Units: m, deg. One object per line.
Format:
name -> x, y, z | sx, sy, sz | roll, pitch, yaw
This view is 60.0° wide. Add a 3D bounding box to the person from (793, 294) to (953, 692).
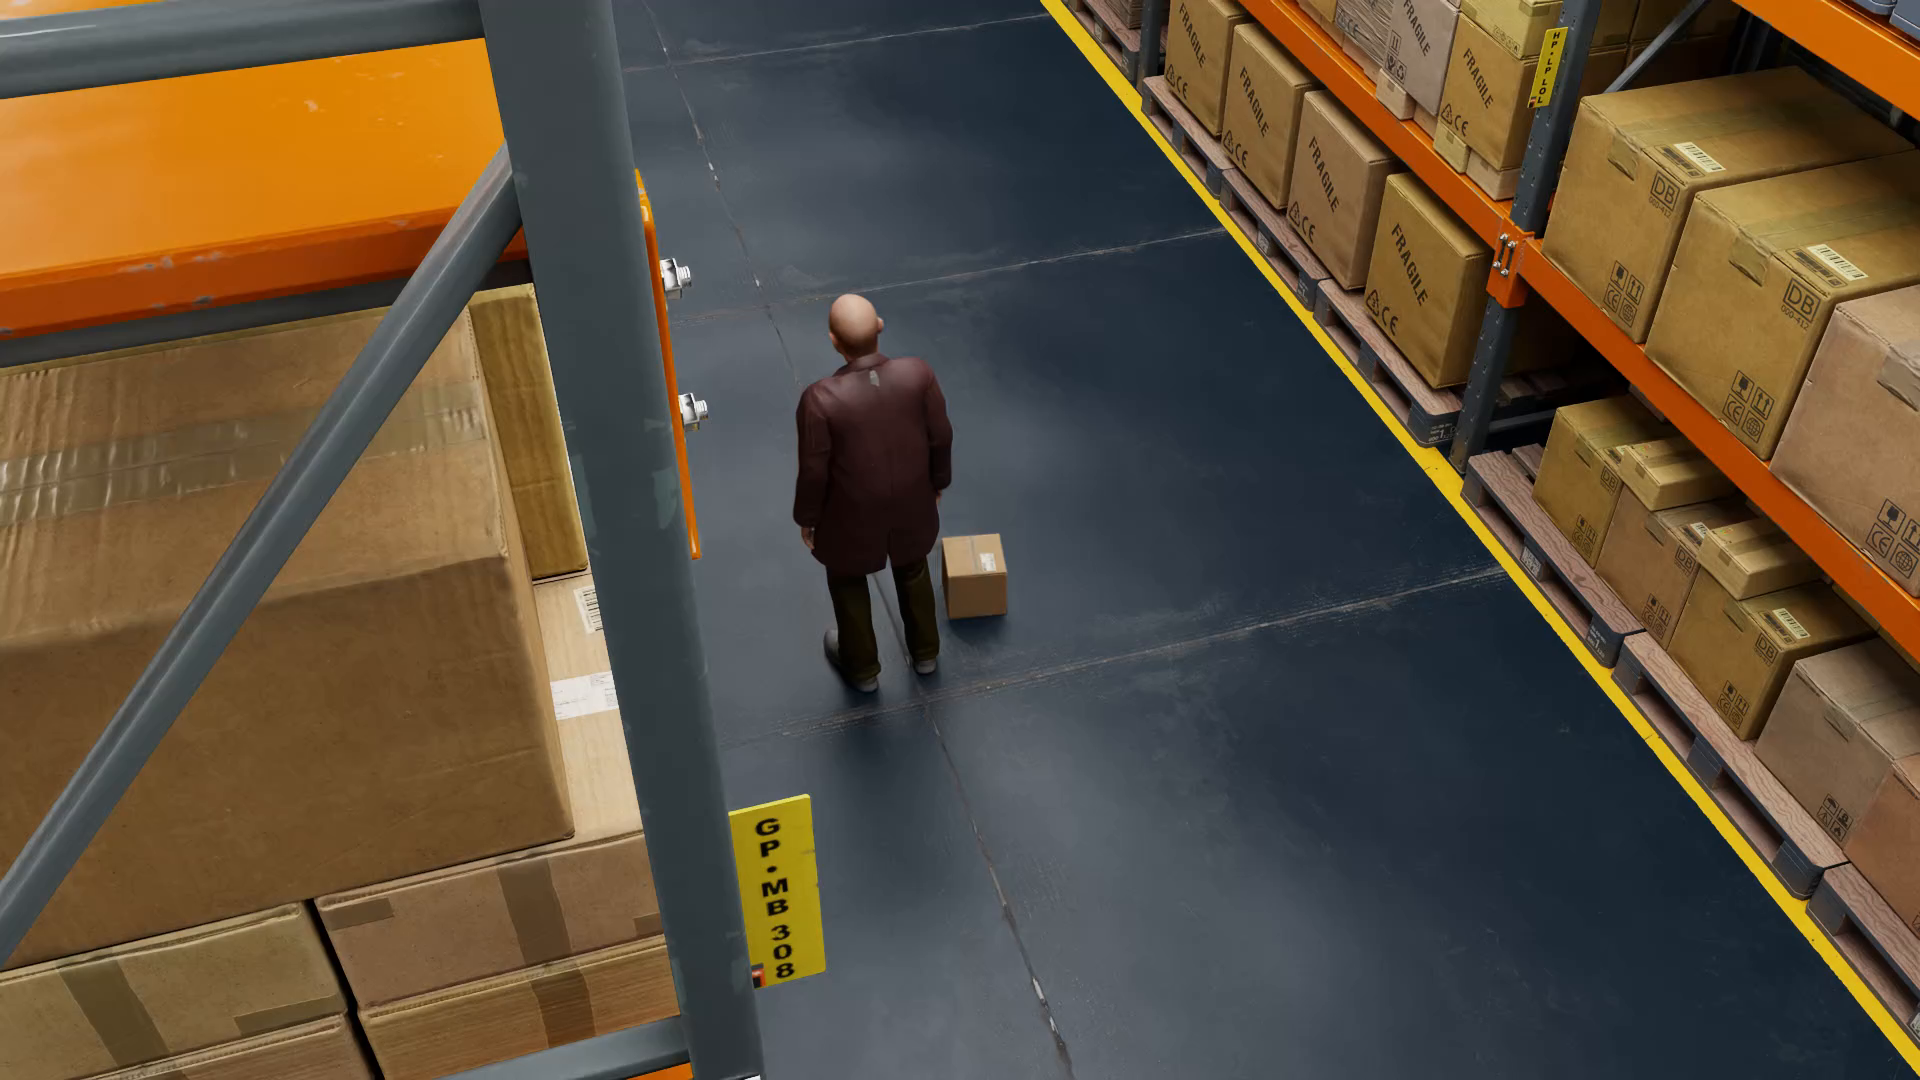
person -> -0.334, -0.153, 6.345 | 0.641, 1.772, 0.432 | -16, 44, -17
